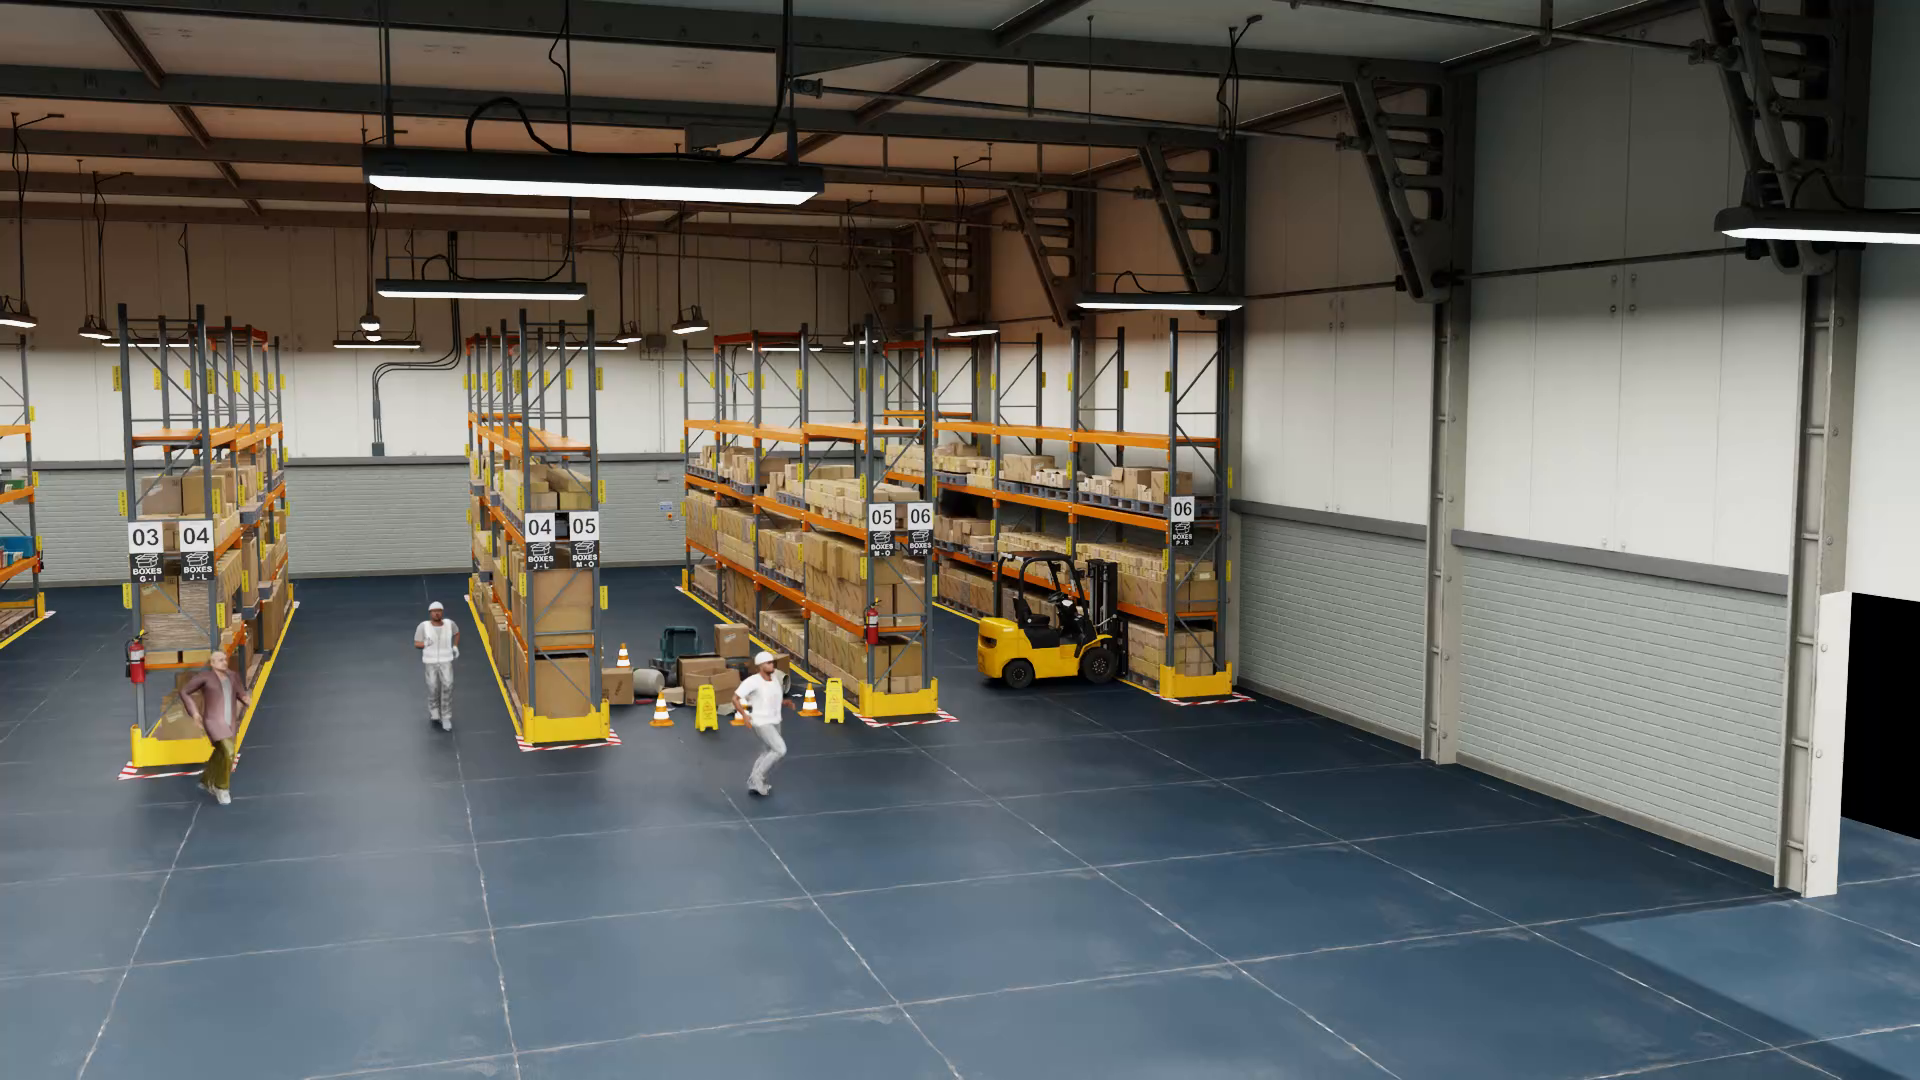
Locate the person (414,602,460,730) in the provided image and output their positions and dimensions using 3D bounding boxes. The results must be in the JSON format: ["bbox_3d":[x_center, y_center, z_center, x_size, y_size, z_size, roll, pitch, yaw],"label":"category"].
[{"bbox_3d":[-7.604,1.810,24.197,0.640,1.835,0.764,-2,6,-20],"label":"person"}]

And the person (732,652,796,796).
[{"bbox_3d":[-2.308,2.218,20.127,0.667,1.740,0.684,3,6,26],"label":"person"}]

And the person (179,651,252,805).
[{"bbox_3d":[-8.865,2.199,19.942,0.841,1.748,0.689,2,6,22],"label":"person"}]
